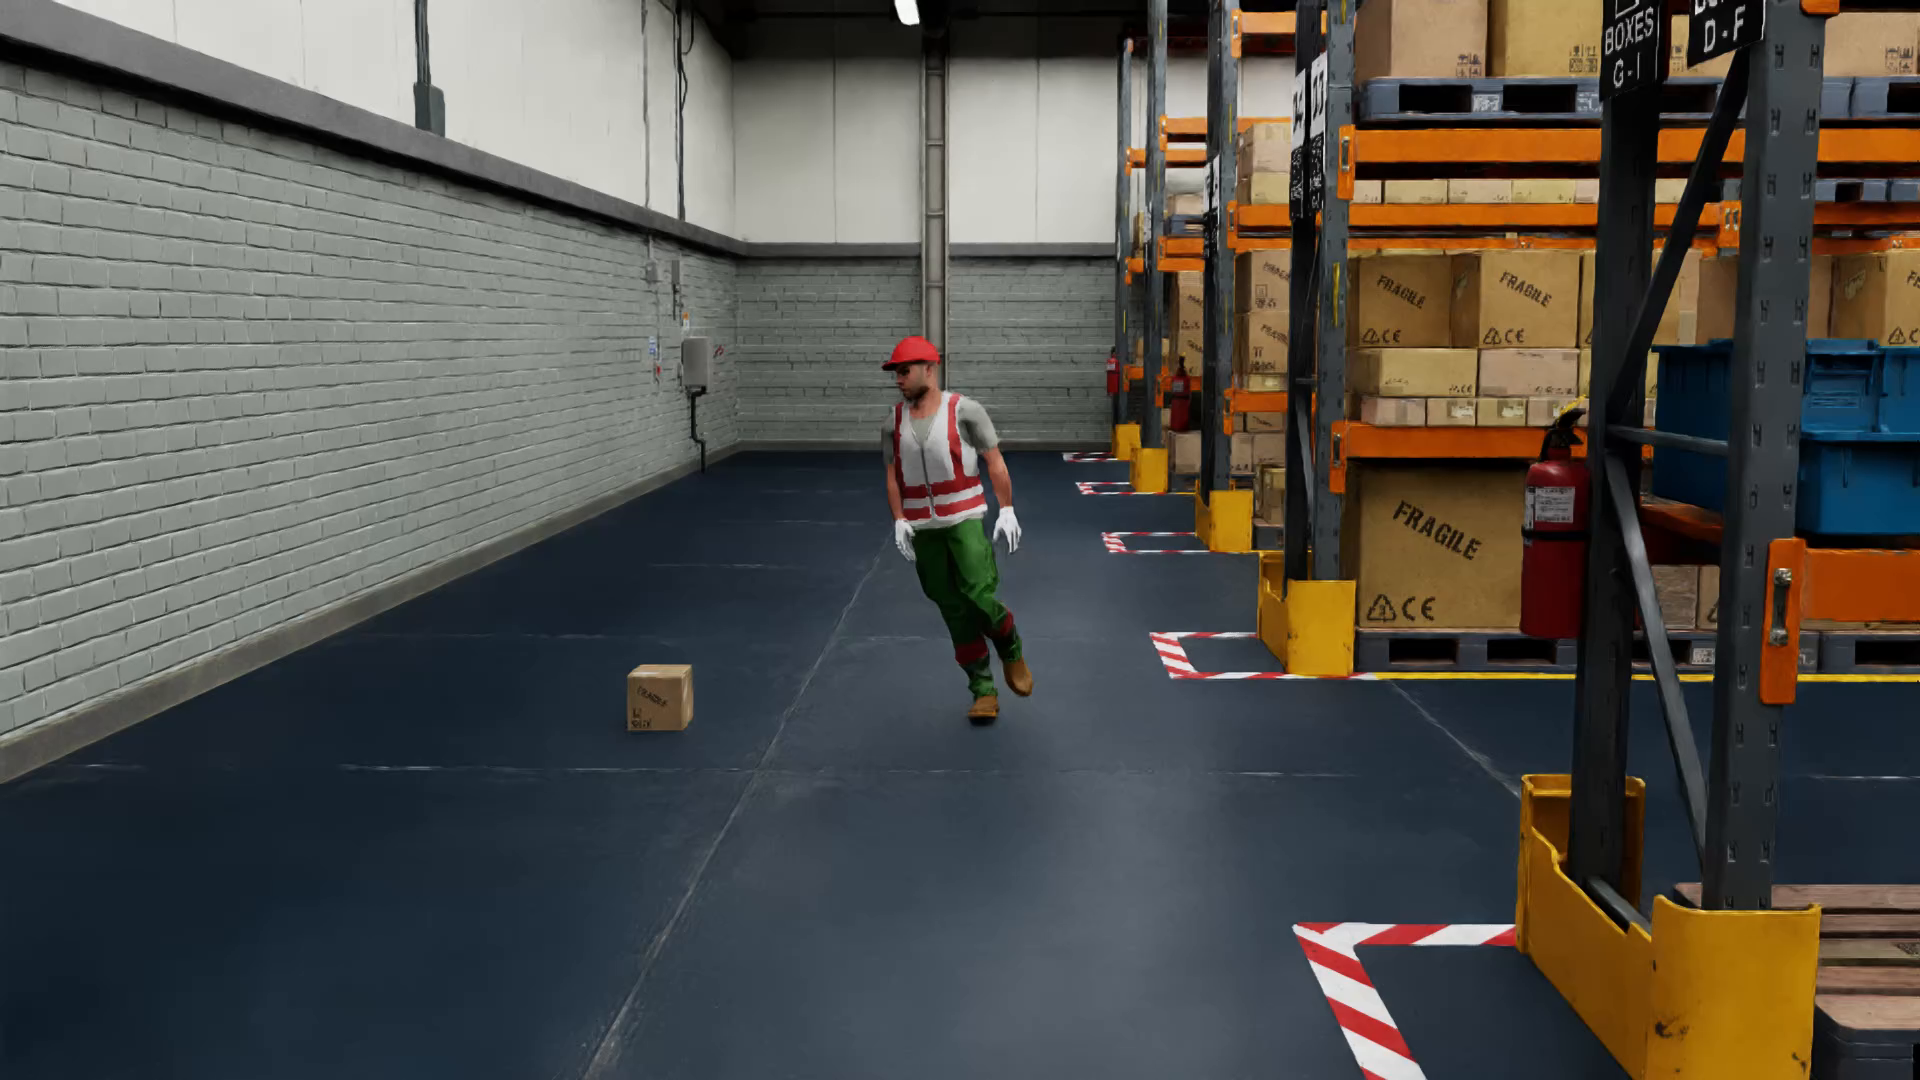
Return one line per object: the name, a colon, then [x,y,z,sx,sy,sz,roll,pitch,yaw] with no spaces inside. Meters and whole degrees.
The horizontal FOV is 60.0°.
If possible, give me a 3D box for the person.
person: [-0.038,-0.058,7.684,0.692,1.747,0.525,3,8,22]
